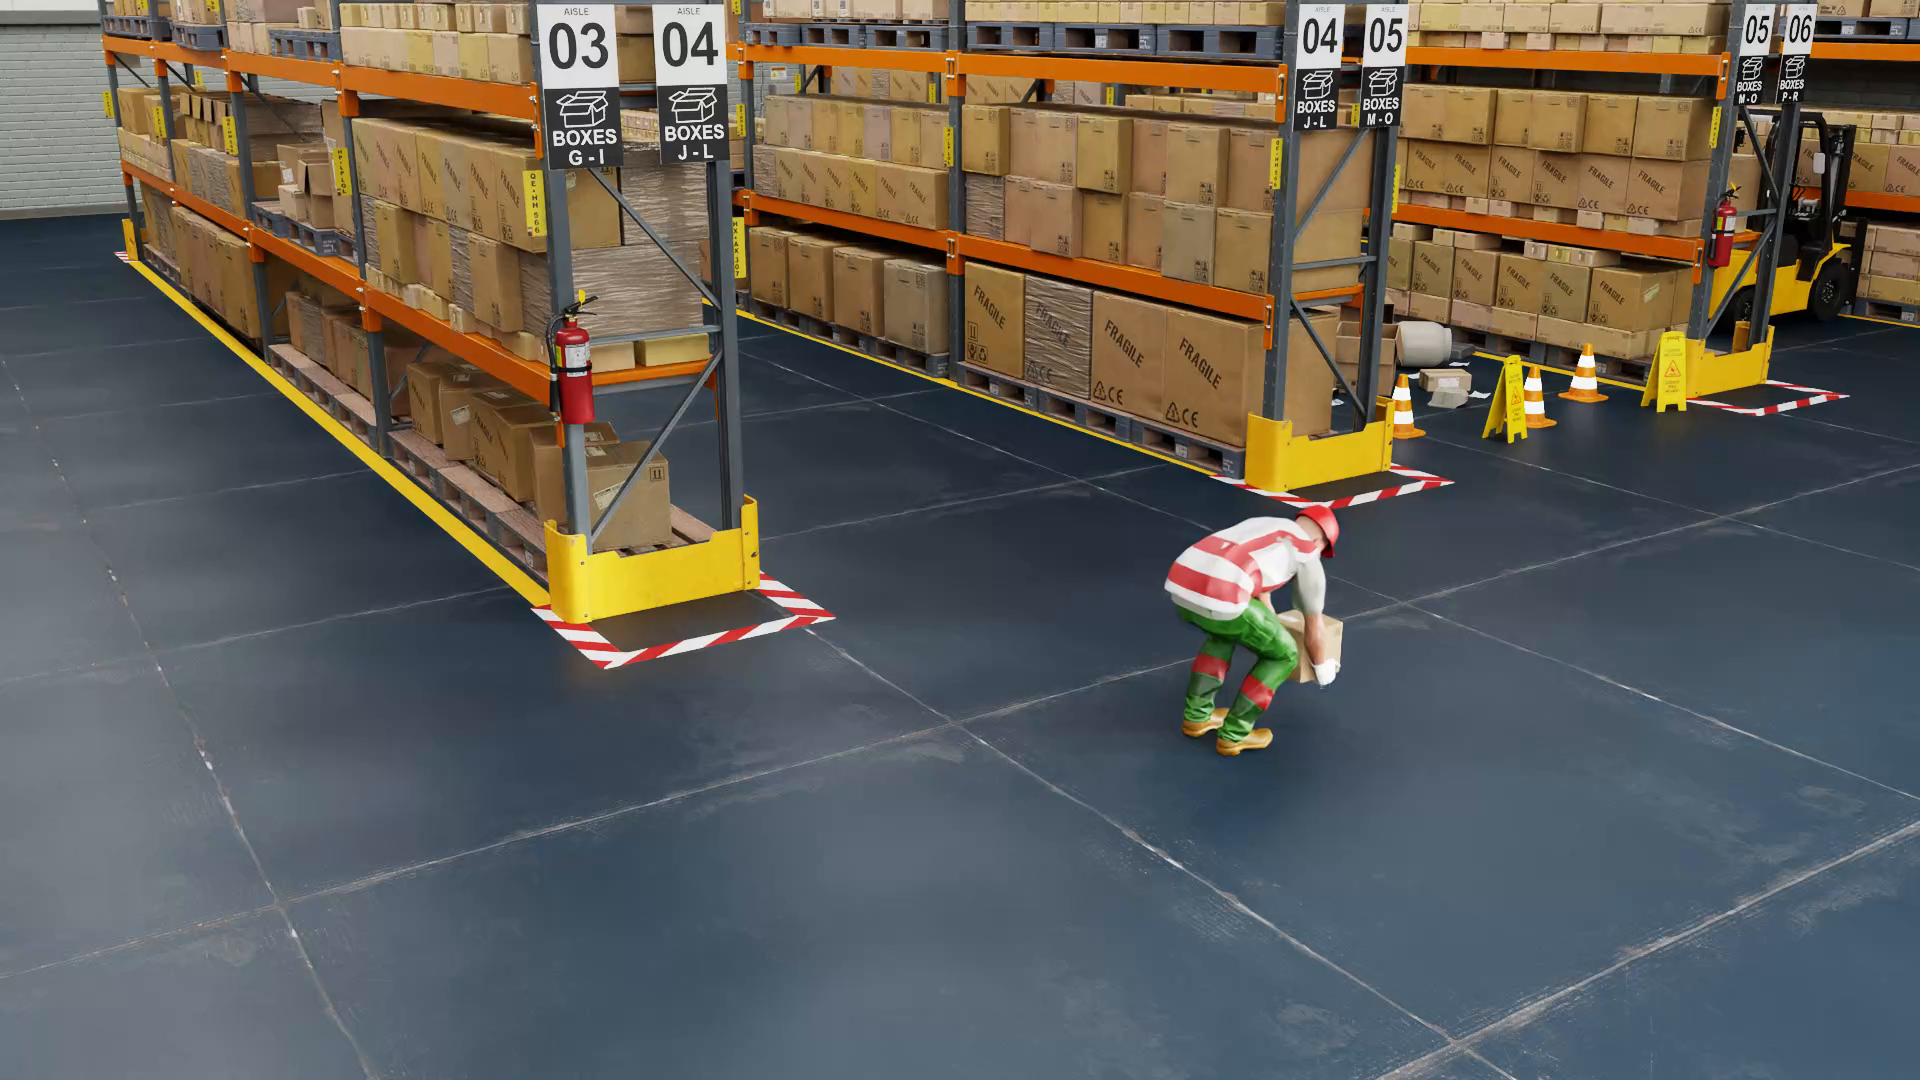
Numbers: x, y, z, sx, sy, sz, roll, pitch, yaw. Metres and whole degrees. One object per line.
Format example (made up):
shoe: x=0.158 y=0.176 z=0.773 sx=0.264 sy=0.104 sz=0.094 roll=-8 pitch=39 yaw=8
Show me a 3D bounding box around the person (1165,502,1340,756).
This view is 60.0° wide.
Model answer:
person: x=1.351 y=0.388 z=7.554 sx=0.958 sy=1.025 sz=0.533 roll=-13 pitch=22 yaw=-34
